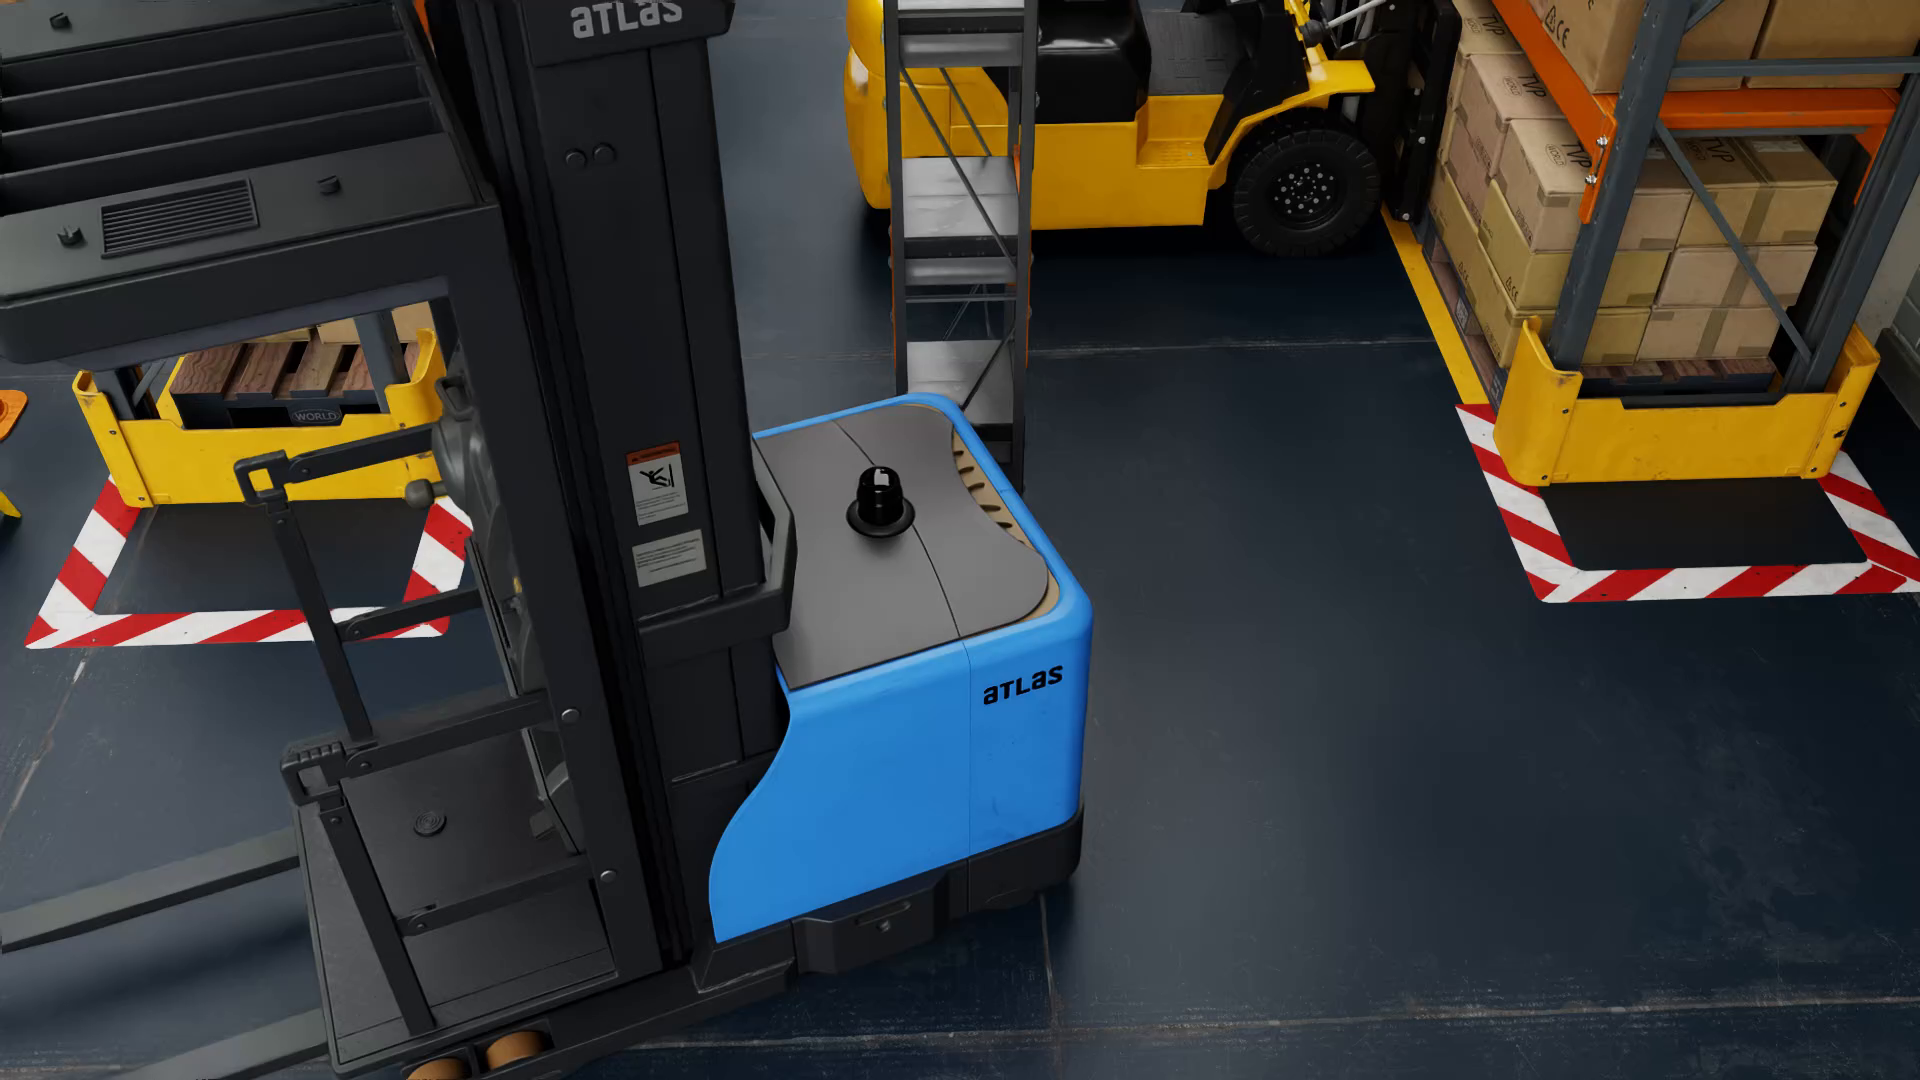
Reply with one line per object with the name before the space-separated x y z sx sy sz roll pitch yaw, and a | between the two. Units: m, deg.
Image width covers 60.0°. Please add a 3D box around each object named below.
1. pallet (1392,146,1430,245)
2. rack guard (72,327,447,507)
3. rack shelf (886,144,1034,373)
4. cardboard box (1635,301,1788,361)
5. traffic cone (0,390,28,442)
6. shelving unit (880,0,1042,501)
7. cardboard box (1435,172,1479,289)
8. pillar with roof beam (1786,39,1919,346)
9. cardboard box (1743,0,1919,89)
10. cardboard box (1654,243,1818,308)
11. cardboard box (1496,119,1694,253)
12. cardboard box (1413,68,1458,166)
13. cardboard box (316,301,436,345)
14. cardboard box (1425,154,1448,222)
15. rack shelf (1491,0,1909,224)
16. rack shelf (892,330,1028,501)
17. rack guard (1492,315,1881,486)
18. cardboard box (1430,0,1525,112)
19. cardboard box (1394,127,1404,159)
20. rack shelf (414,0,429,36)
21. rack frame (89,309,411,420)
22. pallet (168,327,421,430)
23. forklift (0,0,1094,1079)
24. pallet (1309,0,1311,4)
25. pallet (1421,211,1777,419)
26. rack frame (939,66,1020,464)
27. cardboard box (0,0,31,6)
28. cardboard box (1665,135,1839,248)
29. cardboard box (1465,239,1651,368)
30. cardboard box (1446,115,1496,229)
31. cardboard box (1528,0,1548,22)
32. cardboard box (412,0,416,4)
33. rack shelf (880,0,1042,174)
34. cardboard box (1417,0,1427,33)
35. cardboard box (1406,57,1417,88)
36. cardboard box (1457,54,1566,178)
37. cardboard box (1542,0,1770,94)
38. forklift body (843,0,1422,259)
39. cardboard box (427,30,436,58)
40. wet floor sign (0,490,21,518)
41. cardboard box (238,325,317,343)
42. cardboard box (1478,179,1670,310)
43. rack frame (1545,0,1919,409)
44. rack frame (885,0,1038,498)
pallet | 2.441 -1.755 7.508 1.003 0.211 1.213 -2 43 -2
rack guard | -2.399 -0.431 5.850 1.175 0.500 0.348 -2 43 -2
rack shelf | -0.007 -0.876 5.172 0.431 0.518 0.480 -2 43 -2
cardboard box | 2.738 -0.925 6.263 0.500 0.250 0.500 -1 43 -2
traffic cone | -3.702 -0.619 6.083 0.336 0.463 0.334 -2 43 -2
shelving unit | -0.007 -0.886 5.162 0.431 2.100 0.503 -2 43 -2
cardboard box | 2.217 -1.232 6.598 0.500 0.250 0.500 -2 43 -2
pillar with roof beam | -0.866 -4.030 3.487 9.100 9.000 0.400 -2 43 -2
cardboard box | 2.820 -1.826 5.448 0.500 0.500 0.500 0 43 0
cardboard box | 2.751 -1.095 6.079 0.500 0.250 0.500 -1 43 -1
cardboard box | 2.233 -1.258 5.887 0.500 0.250 0.500 0 43 0
cardboard box | 2.177 -1.778 6.824 0.500 0.250 0.500 -3 43 -3
cardboard box | -2.153 -0.995 6.340 0.500 0.250 0.500 -2 43 -2
cardboard box | 2.204 -1.570 6.967 0.500 0.250 0.500 -1 43 -1
rack shelf | 2.479 -2.531 6.824 1.077 0.370 4.000 -2 43 -2
rack shelf | -0.007 -0.360 5.645 0.431 0.518 0.480 -2 43 -2
rack guard | 2.565 -0.509 5.935 1.175 0.500 0.348 -2 43 -2
cardboard box | 2.174 -1.943 6.634 0.500 0.250 0.500 -1 43 -1
cardboard box | 2.160 -1.920 7.348 0.500 0.250 0.500 0 43 0
rack shelf | -2.480 -2.386 6.666 1.077 0.370 4.000 -2 43 -2
rack frame | -2.395 -1.301 4.950 1.000 3.000 0.127 -2 43 -2
pallet | -2.398 -0.874 6.547 1.003 0.211 1.213 -2 43 -2
forklift | -1.228 -0.035 3.619 3.031 2.935 1.130 -16 45 -17
pallet | 2.386 -2.581 8.409 1.003 0.211 1.213 -2 43 -2
pallet | 2.489 -0.933 6.612 1.003 0.211 1.213 -2 43 -2
rack frame | -0.017 -1.051 5.342 0.400 2.100 0.015 -2 43 -2
cardboard box | -2.694 -1.806 5.207 0.500 0.500 0.500 -2 43 -3
cardboard box | 2.732 -1.286 5.917 0.500 0.250 0.500 -2 43 -2
cardboard box | 2.228 -0.896 6.231 0.500 0.250 0.500 -1 43 -1
cardboard box | 2.220 -1.430 6.445 0.500 0.250 0.500 -2 43 -2
cardboard box | 2.268 -2.158 5.811 0.500 0.500 0.500 0 43 0
cardboard box | -2.123 -1.968 5.863 0.380 0.149 0.250 -1 43 -1
rack shelf | -0.007 -1.392 4.699 0.431 0.518 0.480 -2 43 -2
cardboard box | 2.160 -2.285 7.007 0.500 0.250 0.500 -2 43 -3
cardboard box | 2.160 -2.116 7.193 0.500 0.250 0.500 -2 43 -2
cardboard box | 2.205 -1.603 6.263 0.500 0.250 0.500 -1 43 -1
cardboard box | 2.280 -1.808 5.428 0.500 0.500 0.500 -3 43 -3
forklift body | 0.661 -2.361 6.734 2.313 2.155 1.214 -2 43 -2
cardboard box | -2.181 -1.640 6.489 0.500 0.500 0.500 -3 43 -3
wet floor sign | -3.456 -0.274 5.572 0.267 0.644 0.232 12 44 13
cardboard box | -2.699 -0.997 6.342 0.500 0.250 0.500 -2 43 -2
cardboard box | 2.231 -1.091 6.075 0.500 0.250 0.500 -2 43 -2
rack frame | 2.564 -1.446 5.108 1.000 3.000 0.127 -2 43 -2
rack frame | 0.003 -0.721 4.983 0.400 2.100 0.015 -2 43 -2
